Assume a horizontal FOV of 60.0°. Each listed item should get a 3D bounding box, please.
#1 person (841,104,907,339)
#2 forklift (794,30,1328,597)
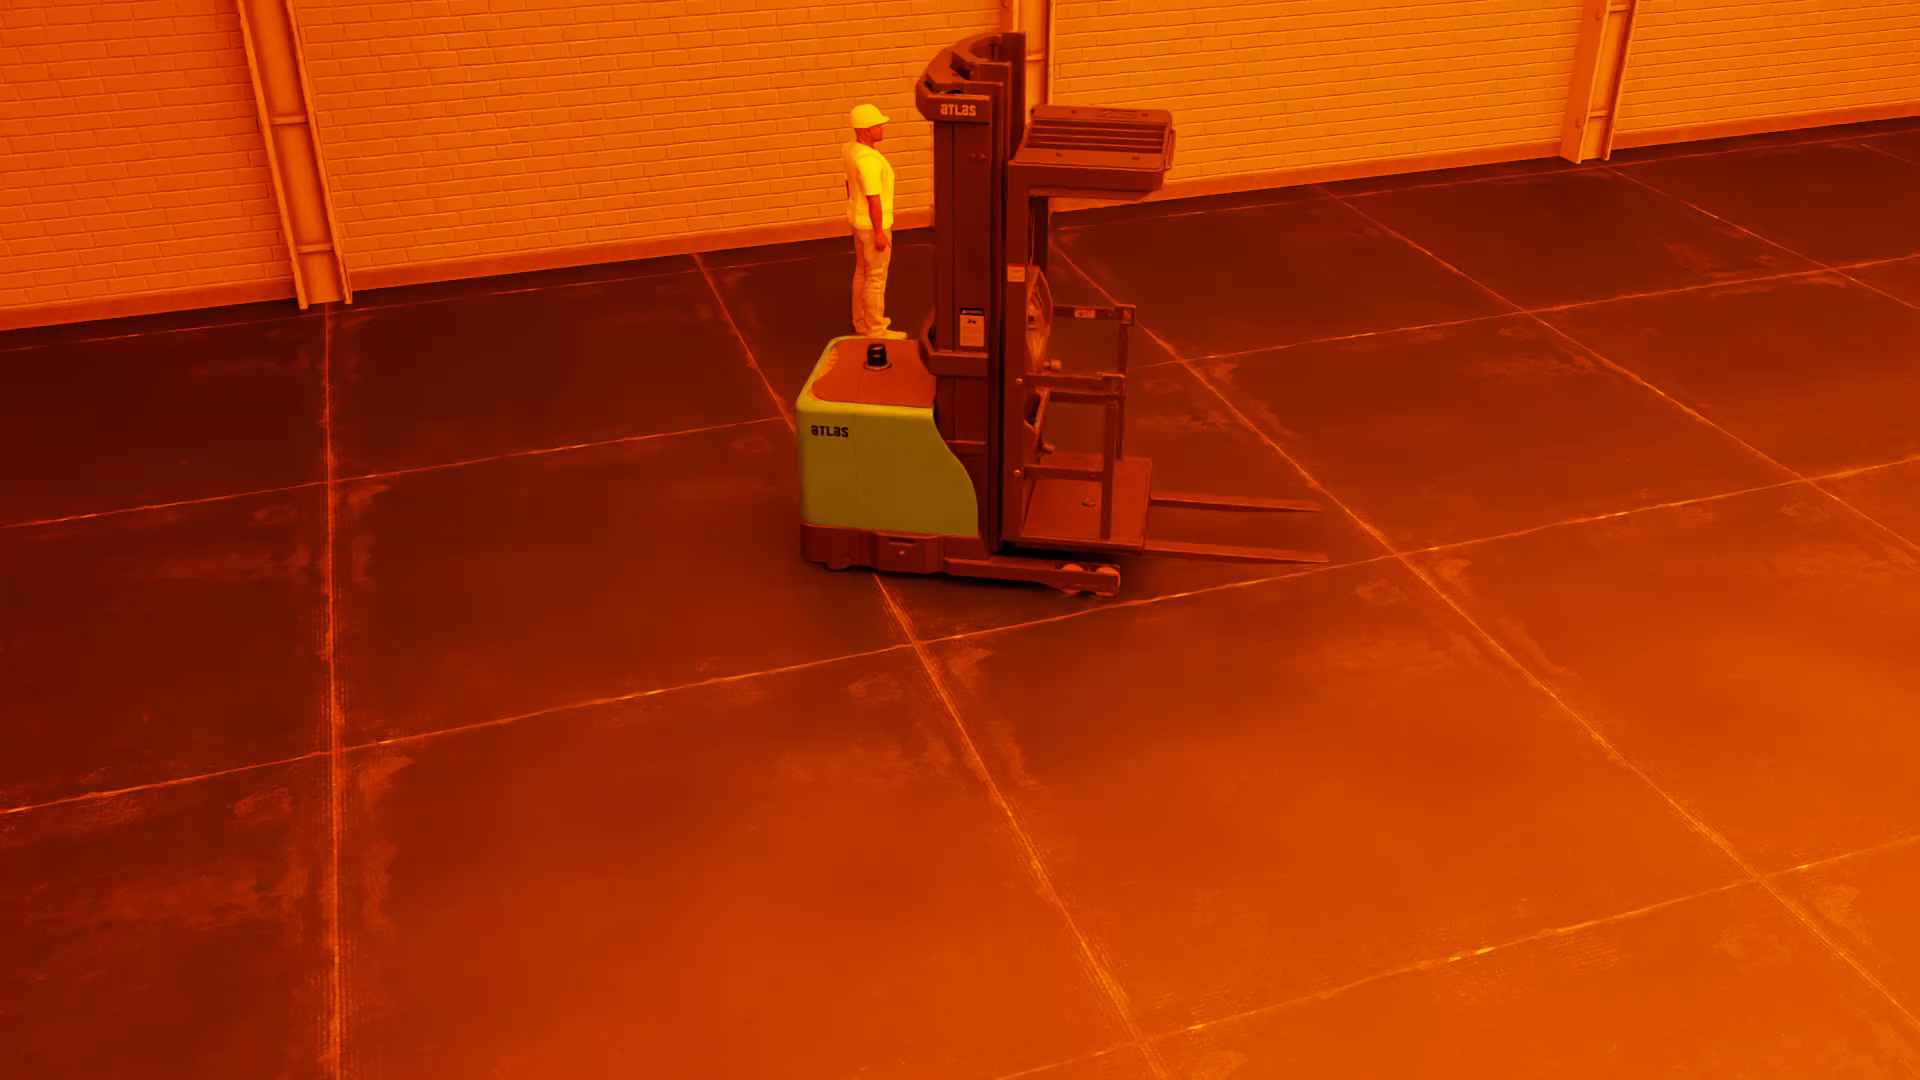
[{"bbox_3d":[-0.648,-2.350,12.339,0.373,1.771,0.557,-11,32,-18],"label":"person"},{"bbox_3d":[0.625,-1.233,9.230,3.031,2.935,1.130,4,30,8],"label":"forklift"}]
